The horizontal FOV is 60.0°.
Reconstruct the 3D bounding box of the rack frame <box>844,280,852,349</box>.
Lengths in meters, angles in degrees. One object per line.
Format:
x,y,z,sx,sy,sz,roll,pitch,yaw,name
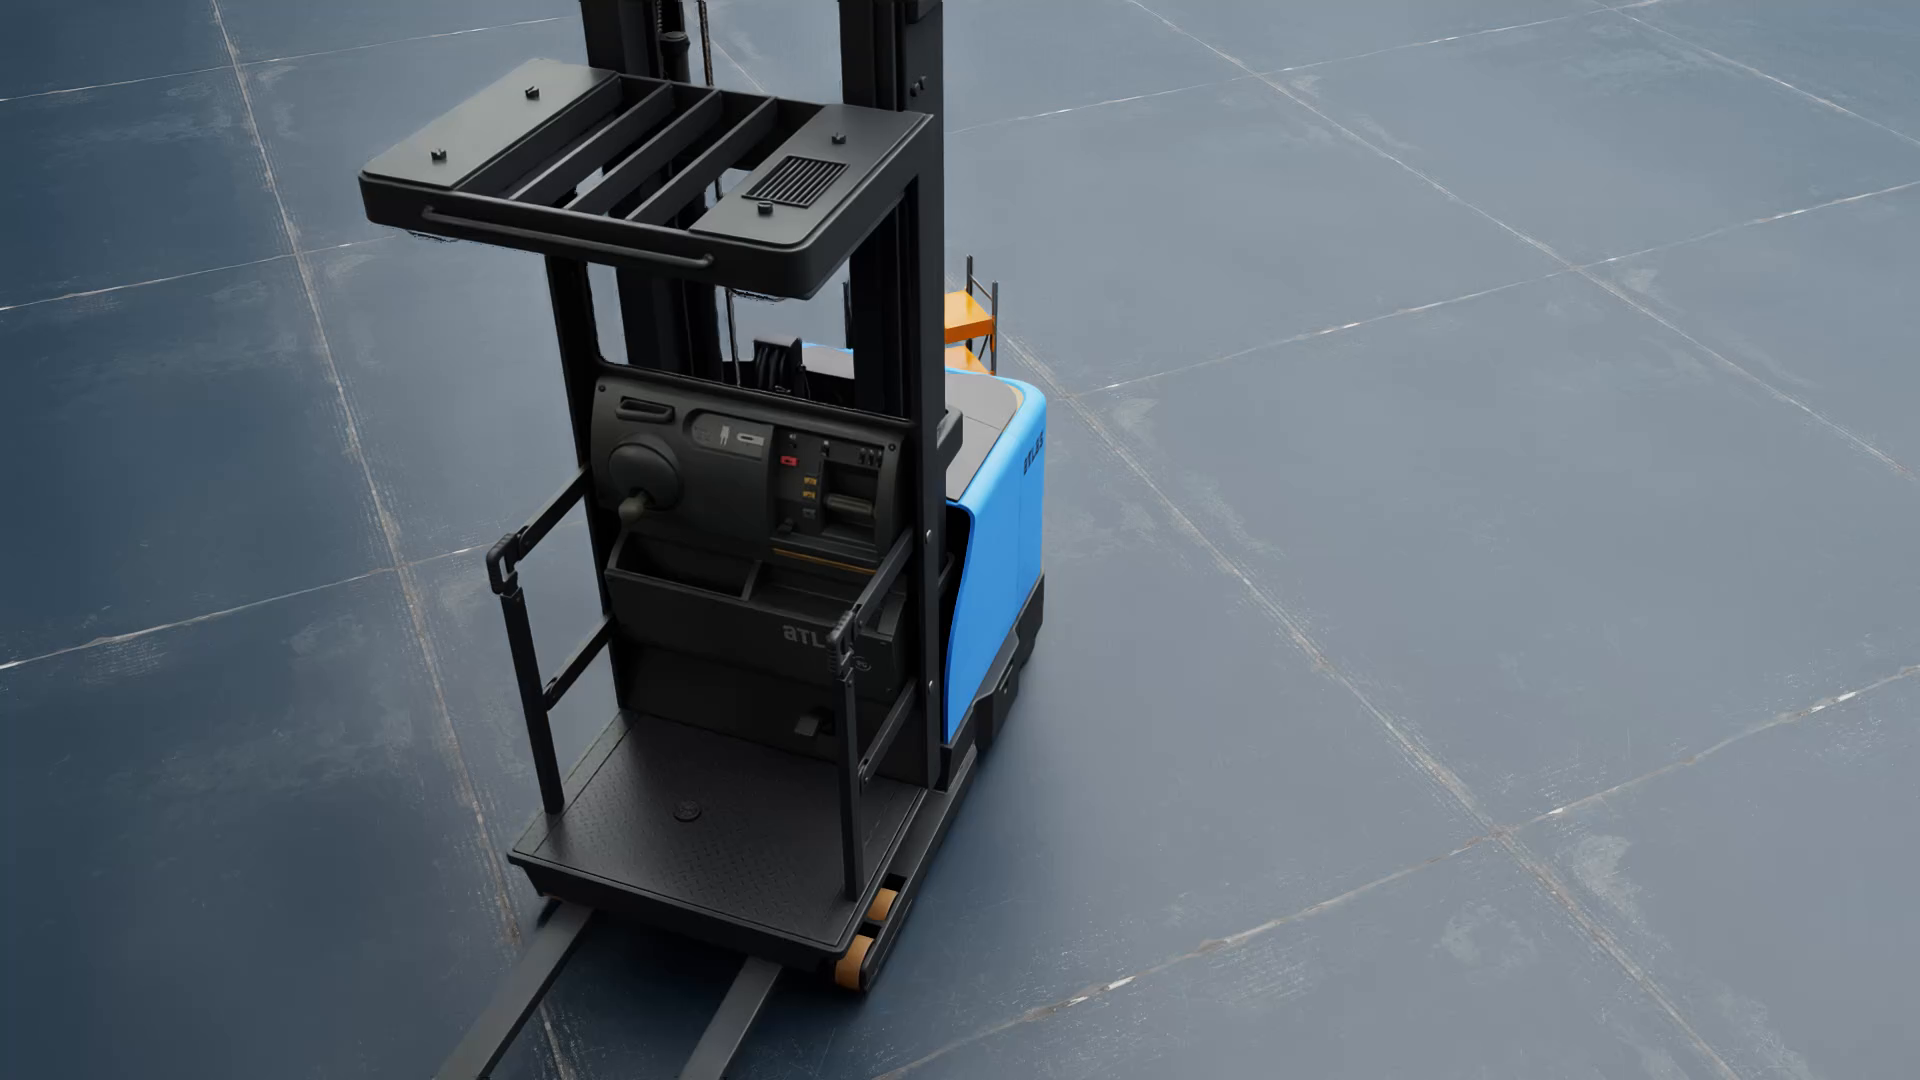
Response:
-0.364,-0.390,6.269,0.015,1.200,0.240,-15,39,-19,rack frame

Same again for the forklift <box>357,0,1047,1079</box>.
-0.675,-0.121,4.453,1.130,2.935,3.031,12,38,16,forklift

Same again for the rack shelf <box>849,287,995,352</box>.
-0.141,-0.766,6.115,0.480,0.148,0.258,-15,39,-19,rack shelf

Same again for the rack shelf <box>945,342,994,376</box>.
-0.141,-0.576,6.256,0.480,0.148,0.258,-15,39,-19,rack shelf

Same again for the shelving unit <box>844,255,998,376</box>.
-0.141,-0.450,6.350,0.503,1.200,0.258,-15,39,-19,shelving unit

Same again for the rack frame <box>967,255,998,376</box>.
0.081,-0.510,6.430,0.015,1.200,0.240,-15,39,-19,rack frame
